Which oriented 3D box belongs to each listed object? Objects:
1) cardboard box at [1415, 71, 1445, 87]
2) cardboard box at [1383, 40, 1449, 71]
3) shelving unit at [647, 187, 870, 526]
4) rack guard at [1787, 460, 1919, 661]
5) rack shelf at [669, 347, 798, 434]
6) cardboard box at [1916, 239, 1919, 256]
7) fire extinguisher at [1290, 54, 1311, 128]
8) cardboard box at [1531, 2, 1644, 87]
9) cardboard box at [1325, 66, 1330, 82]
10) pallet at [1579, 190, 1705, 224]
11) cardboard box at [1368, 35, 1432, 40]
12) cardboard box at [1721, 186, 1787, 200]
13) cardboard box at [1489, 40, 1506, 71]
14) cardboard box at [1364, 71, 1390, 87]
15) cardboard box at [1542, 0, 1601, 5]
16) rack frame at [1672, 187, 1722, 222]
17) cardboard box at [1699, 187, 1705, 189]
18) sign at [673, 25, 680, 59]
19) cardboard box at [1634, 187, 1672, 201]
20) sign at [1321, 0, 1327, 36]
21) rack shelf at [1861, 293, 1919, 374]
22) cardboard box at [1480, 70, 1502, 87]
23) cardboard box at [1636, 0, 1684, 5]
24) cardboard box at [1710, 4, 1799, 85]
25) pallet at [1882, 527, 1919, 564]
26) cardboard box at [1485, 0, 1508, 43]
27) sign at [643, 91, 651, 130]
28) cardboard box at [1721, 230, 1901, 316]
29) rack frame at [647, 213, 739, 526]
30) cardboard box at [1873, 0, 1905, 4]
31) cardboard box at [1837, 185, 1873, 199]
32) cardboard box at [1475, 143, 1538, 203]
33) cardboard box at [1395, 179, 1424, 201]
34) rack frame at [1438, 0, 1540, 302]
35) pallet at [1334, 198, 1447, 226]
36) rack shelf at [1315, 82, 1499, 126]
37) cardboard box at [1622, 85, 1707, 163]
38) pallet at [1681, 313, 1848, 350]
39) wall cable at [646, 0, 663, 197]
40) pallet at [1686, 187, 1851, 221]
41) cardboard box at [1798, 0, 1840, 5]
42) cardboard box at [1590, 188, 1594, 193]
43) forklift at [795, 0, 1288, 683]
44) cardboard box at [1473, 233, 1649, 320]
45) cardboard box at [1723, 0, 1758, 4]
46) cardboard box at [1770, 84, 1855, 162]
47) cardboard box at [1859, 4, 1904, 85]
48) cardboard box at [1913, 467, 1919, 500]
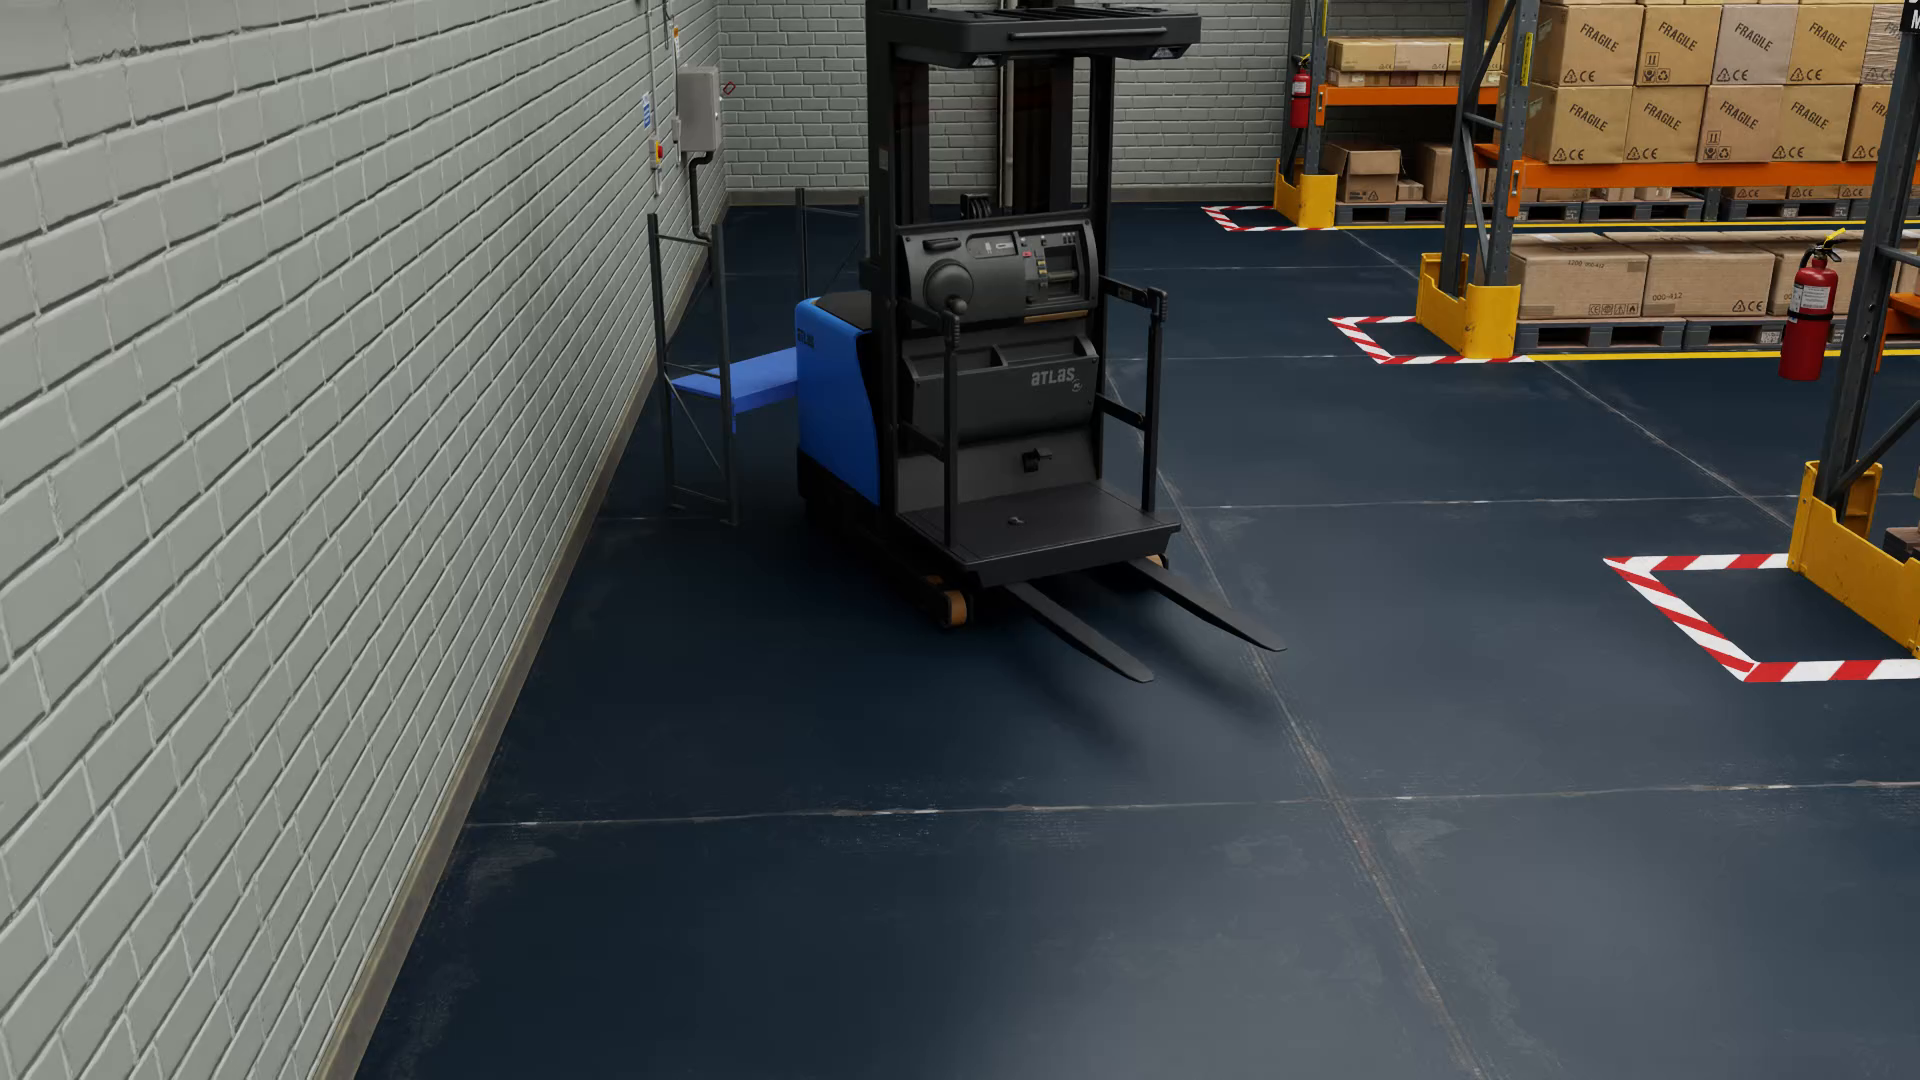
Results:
[{"bbox_3d":[4.444,-4.425,15.882,0.250,0.149,0.380,-1,21,-1],"label":"cardboard box"},{"bbox_3d":[4.305,-4.604,15.790,0.500,0.250,0.500,-1,21,-2],"label":"cardboard box"},{"bbox_3d":[-0.990,-0.969,8.554,0.538,1.500,1.048,16,26,36],"label":"shelving unit"},{"bbox_3d":[4.079,0.075,7.221,0.348,0.500,1.175,-1,21,-3],"label":"rack guard"},{"bbox_3d":[-0.990,-0.800,8.618,0.538,0.185,1.000,16,26,36],"label":"rack shelf"},{"bbox_3d":[4.437,-1.378,6.965,0.500,0.500,0.500,-1,21,-2],"label":"cardboard box"},{"bbox_3d":[3.212,-4.233,15.657,0.183,0.674,0.296,-1,21,-3],"label":"fire extinguisher"},{"bbox_3d":[4.115,-3.270,10.949,0.500,0.500,0.500,-2,21,-4],"label":"cardboard box"},{"bbox_3d":[3.648,-4.596,16.329,0.250,0.149,0.380,-1,21,-4],"label":"cardboard box"},{"bbox_3d":[6.641,-3.375,16.690,1.213,0.211,1.003,-1,21,-3],"label":"pallet"},{"bbox_3d":[4.292,-4.794,16.289,0.500,0.250,0.500,-1,21,-3],"label":"cardboard box"},{"bbox_3d":[7.822,-3.650,16.416,0.500,0.500,0.500,0,21,-1],"label":"cardboard box"},{"bbox_3d":[5.320,-4.633,15.867,0.500,0.250,0.500,-2,21,-4],"label":"cardboard box"},{"bbox_3d":[3.928,-4.424,15.879,0.250,0.149,0.380,-1,21,-2],"label":"cardboard box"},{"bbox_3d":[3.990,-3.574,10.835,0.250,0.149,0.380,-1,21,-2],"label":"cardboard box"},{"bbox_3d":[7.326,-4.692,16.230,0.127,3.000,1.000,-1,21,-3],"label":"rack frame"},{"bbox_3d":[7.800,-3.835,16.902,0.500,0.500,0.500,-1,21,-3],"label":"cardboard box"},{"bbox_3d":[-2.186,-3.836,12.821,0.001,0.242,0.339,-1,21,-3],"label":"sign"},{"bbox_3d":[6.787,-3.441,16.358,0.250,0.149,0.380,-2,21,-5],"label":"cardboard box"},{"bbox_3d":[3.364,-4.823,15.356,0.005,0.325,0.100,-1,21,-3],"label":"sign"},{"bbox_3d":[6.000,-0.796,7.007,4.000,0.370,1.077,-1,21,-3],"label":"rack shelf"},{"bbox_3d":[4.966,-4.411,15.845,0.250,0.149,0.380,-2,21,-5],"label":"cardboard box"},{"bbox_3d":[4.514,-3.569,10.822,0.250,0.149,0.380,-1,21,-1],"label":"cardboard box"},{"bbox_3d":[5.144,-3.297,11.018,0.500,0.500,0.500,-1,21,-3],"label":"cardboard box"},{"bbox_3d":[4.892,0.206,7.283,1.213,0.211,1.003,-1,21,-3],"label":"pallet"},{"bbox_3d":[5.299,-4.974,15.710,0.500,0.500,0.500,-1,21,-2],"label":"cardboard box"},{"bbox_3d":[-2.067,-2.833,10.966,0.001,0.218,0.327,-1,21,-3],"label":"sign"},{"bbox_3d":[6.087,-1.935,11.998,0.875,0.438,0.875,-2,21,-5],"label":"cardboard box"},{"bbox_3d":[-1.313,-0.829,8.187,0.500,1.500,0.032,16,26,36],"label":"rack frame"},{"bbox_3d":[6.044,-3.623,10.965,0.250,0.149,0.380,-2,21,-4],"label":"cardboard box"},{"bbox_3d":[8.852,-3.673,16.476,0.500,0.500,0.500,-2,21,-5],"label":"cardboard box"},{"bbox_3d":[5.338,-3.597,16.275,0.500,0.500,0.500,-1,21,-2],"label":"cardboard box"},{"bbox_3d":[4.375,-3.448,16.379,0.250,0.149,0.380,-2,21,-5],"label":"cardboard box"},{"bbox_3d":[3.620,-2.848,11.385,0.127,3.000,1.000,-1,21,-3],"label":"rack frame"},{"bbox_3d":[4.205,-3.326,16.560,1.213,0.211,1.003,-1,21,-3],"label":"pallet"},{"bbox_3d":[5.330,-4.315,16.251,4.000,0.370,1.077,-1,21,-3],"label":"rack shelf"},{"bbox_3d":[4.619,-2.822,11.178,0.500,0.500,0.500,-1,21,-4],"label":"cardboard box"},{"bbox_3d":[5.629,-1.612,12.059,1.213,0.211,1.003,-1,21,-3],"label":"pallet"},{"bbox_3d":[-2.008,-3.214,10.876,0.123,1.953,0.585,-1,21,-3],"label":"wall cable"},{"bbox_3d":[8.136,-3.419,16.804,1.213,0.211,1.003,-1,21,-3],"label":"pallet"},{"bbox_3d":[5.541,-3.590,10.878,0.250,0.149,0.380,-2,21,-4],"label":"cardboard box"},{"bbox_3d":[6.220,-3.618,16.824,0.250,0.149,0.380,-1,21,-4],"label":"cardboard box"},{"bbox_3d":[0.282,-1.172,7.080,1.130,2.935,3.031,-10,23,-25],"label":"forklift"},{"bbox_3d":[4.273,-1.896,11.895,0.875,0.438,0.875,-2,21,-5],"label":"cardboard box"},{"bbox_3d":[5.035,-3.605,10.916,0.250,0.149,0.380,-1,21,-3],"label":"cardboard box"},{"bbox_3d":[5.627,-2.842,11.231,0.500,0.500,0.500,0,21,-1],"label":"cardboard box"},{"bbox_3d":[6.143,-3.314,11.065,0.500,0.500,0.500,-1,21,-2],"label":"cardboard box"},{"bbox_3d":[4.514,-0.206,7.446,0.250,0.149,0.380,-2,21,-5],"label":"cardboard box"}]
